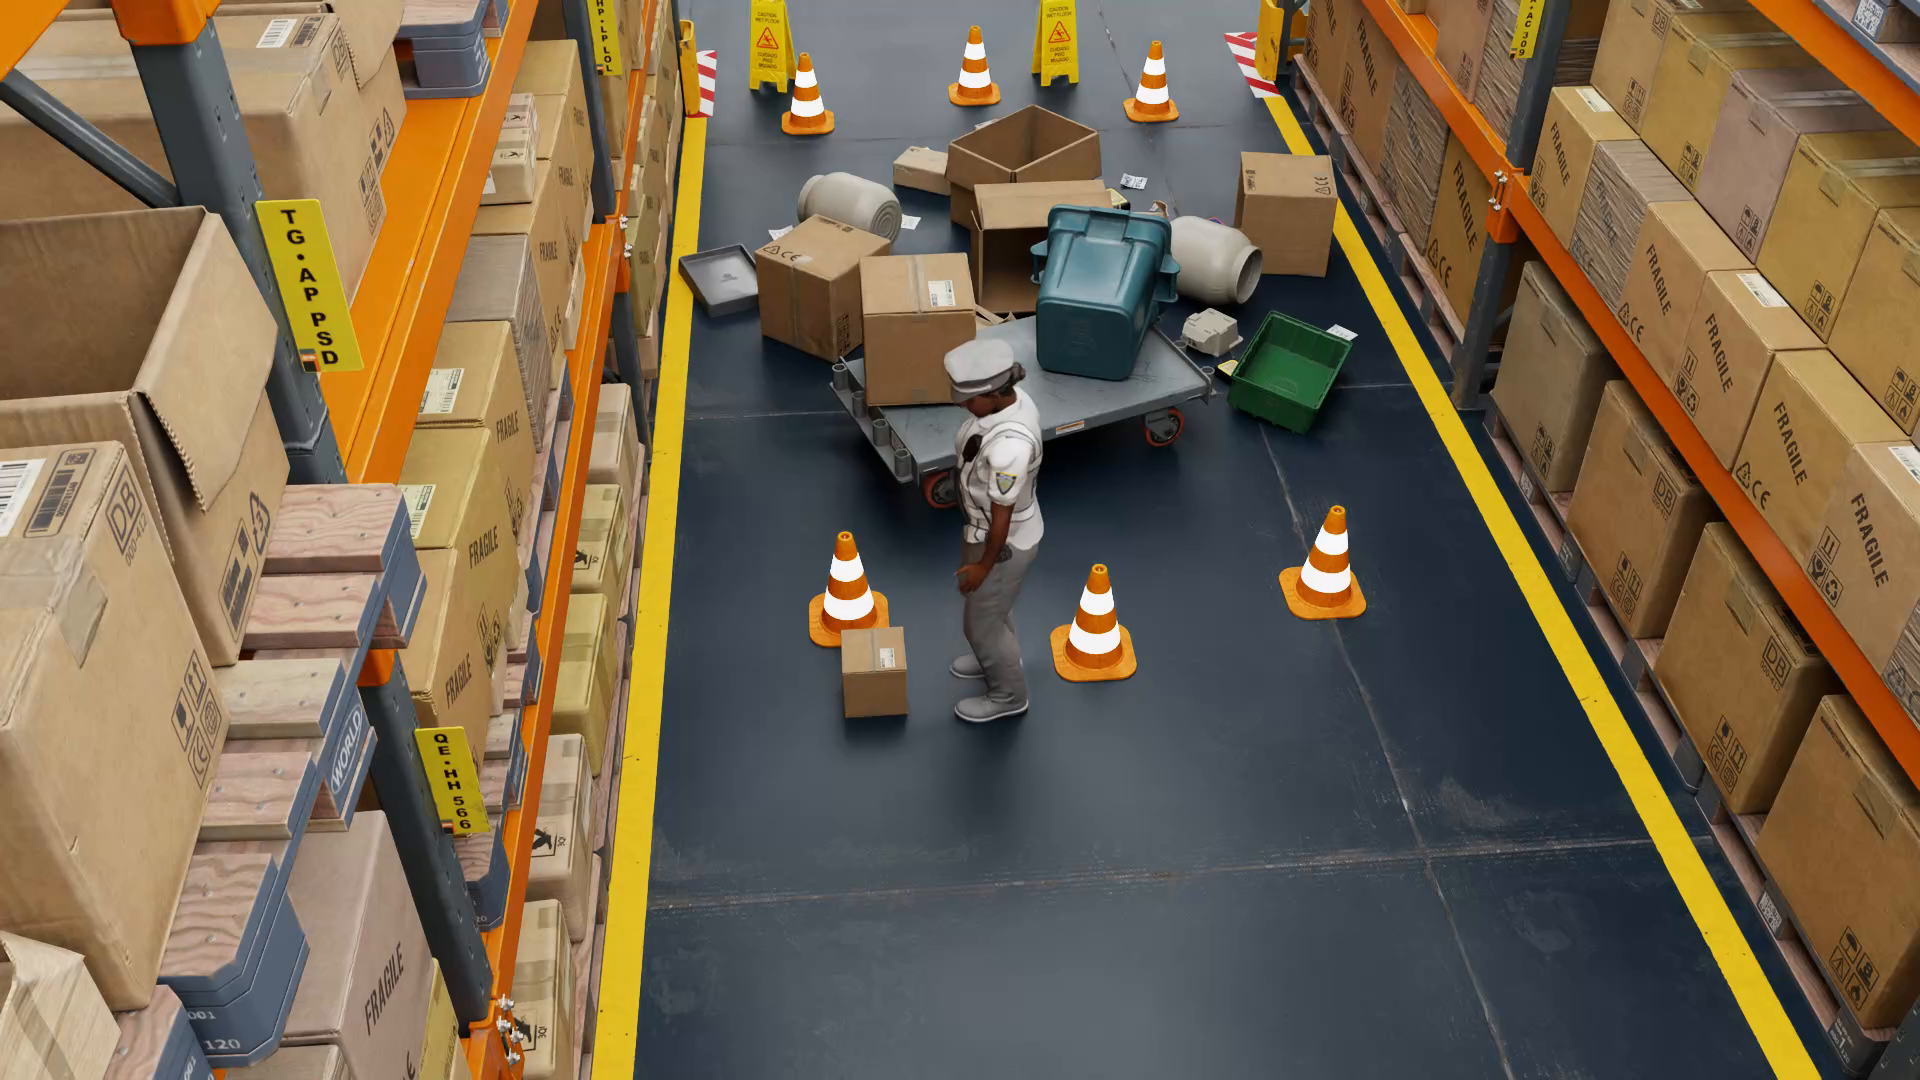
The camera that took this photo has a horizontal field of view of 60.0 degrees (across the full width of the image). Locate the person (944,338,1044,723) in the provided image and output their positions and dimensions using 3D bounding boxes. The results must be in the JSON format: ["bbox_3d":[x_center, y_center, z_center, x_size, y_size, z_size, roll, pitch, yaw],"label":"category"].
[{"bbox_3d":[0.126,-0.008,6.187,0.365,1.650,0.444,-2,39,-3],"label":"person"}]
